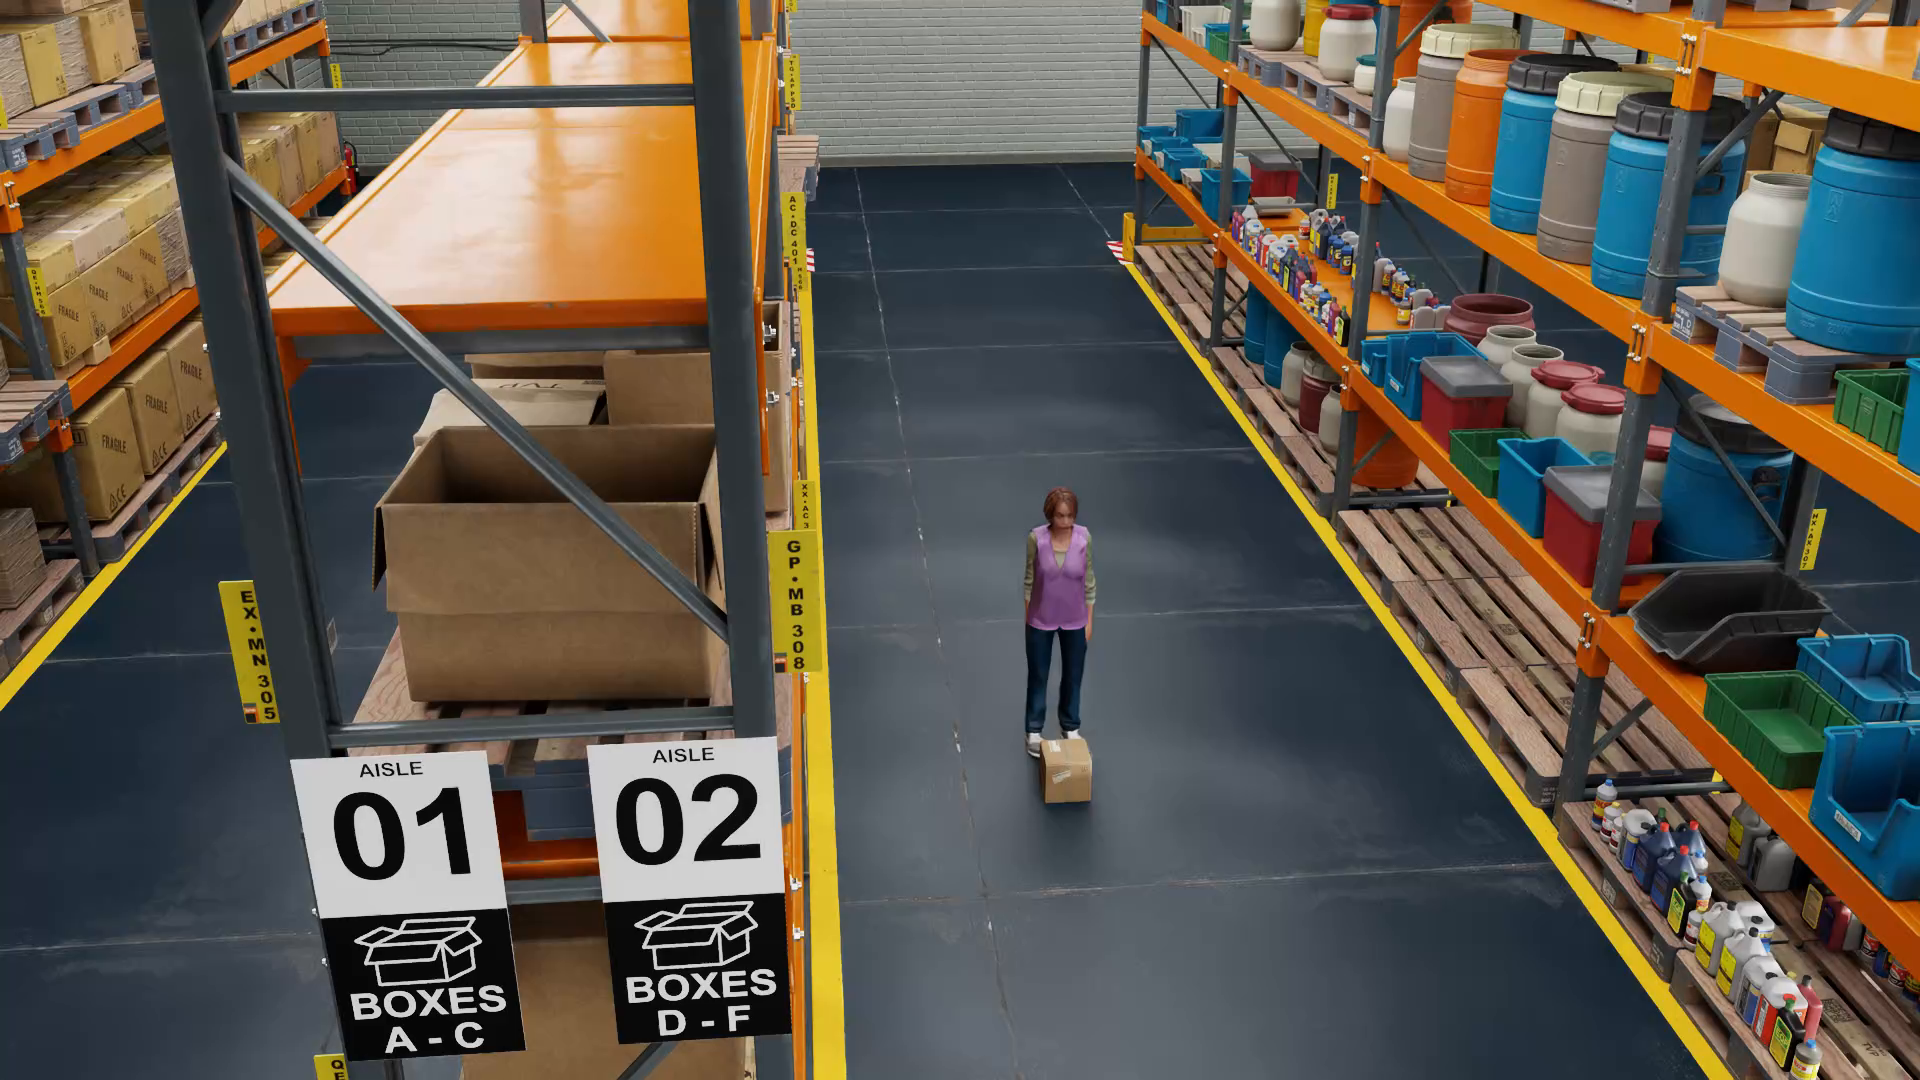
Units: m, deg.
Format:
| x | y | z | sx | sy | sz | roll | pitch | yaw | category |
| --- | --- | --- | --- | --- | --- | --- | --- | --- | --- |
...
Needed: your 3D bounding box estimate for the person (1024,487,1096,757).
| x | y | z | sx | sy | sz | roll | pitch | yaw | category |
| --- | --- | --- | --- | --- | --- | --- | --- | --- | --- |
| 0.554 | 0.459 | 9.278 | 0.405 | 1.600 | 0.303 | -2 | 24 | -4 | person |
